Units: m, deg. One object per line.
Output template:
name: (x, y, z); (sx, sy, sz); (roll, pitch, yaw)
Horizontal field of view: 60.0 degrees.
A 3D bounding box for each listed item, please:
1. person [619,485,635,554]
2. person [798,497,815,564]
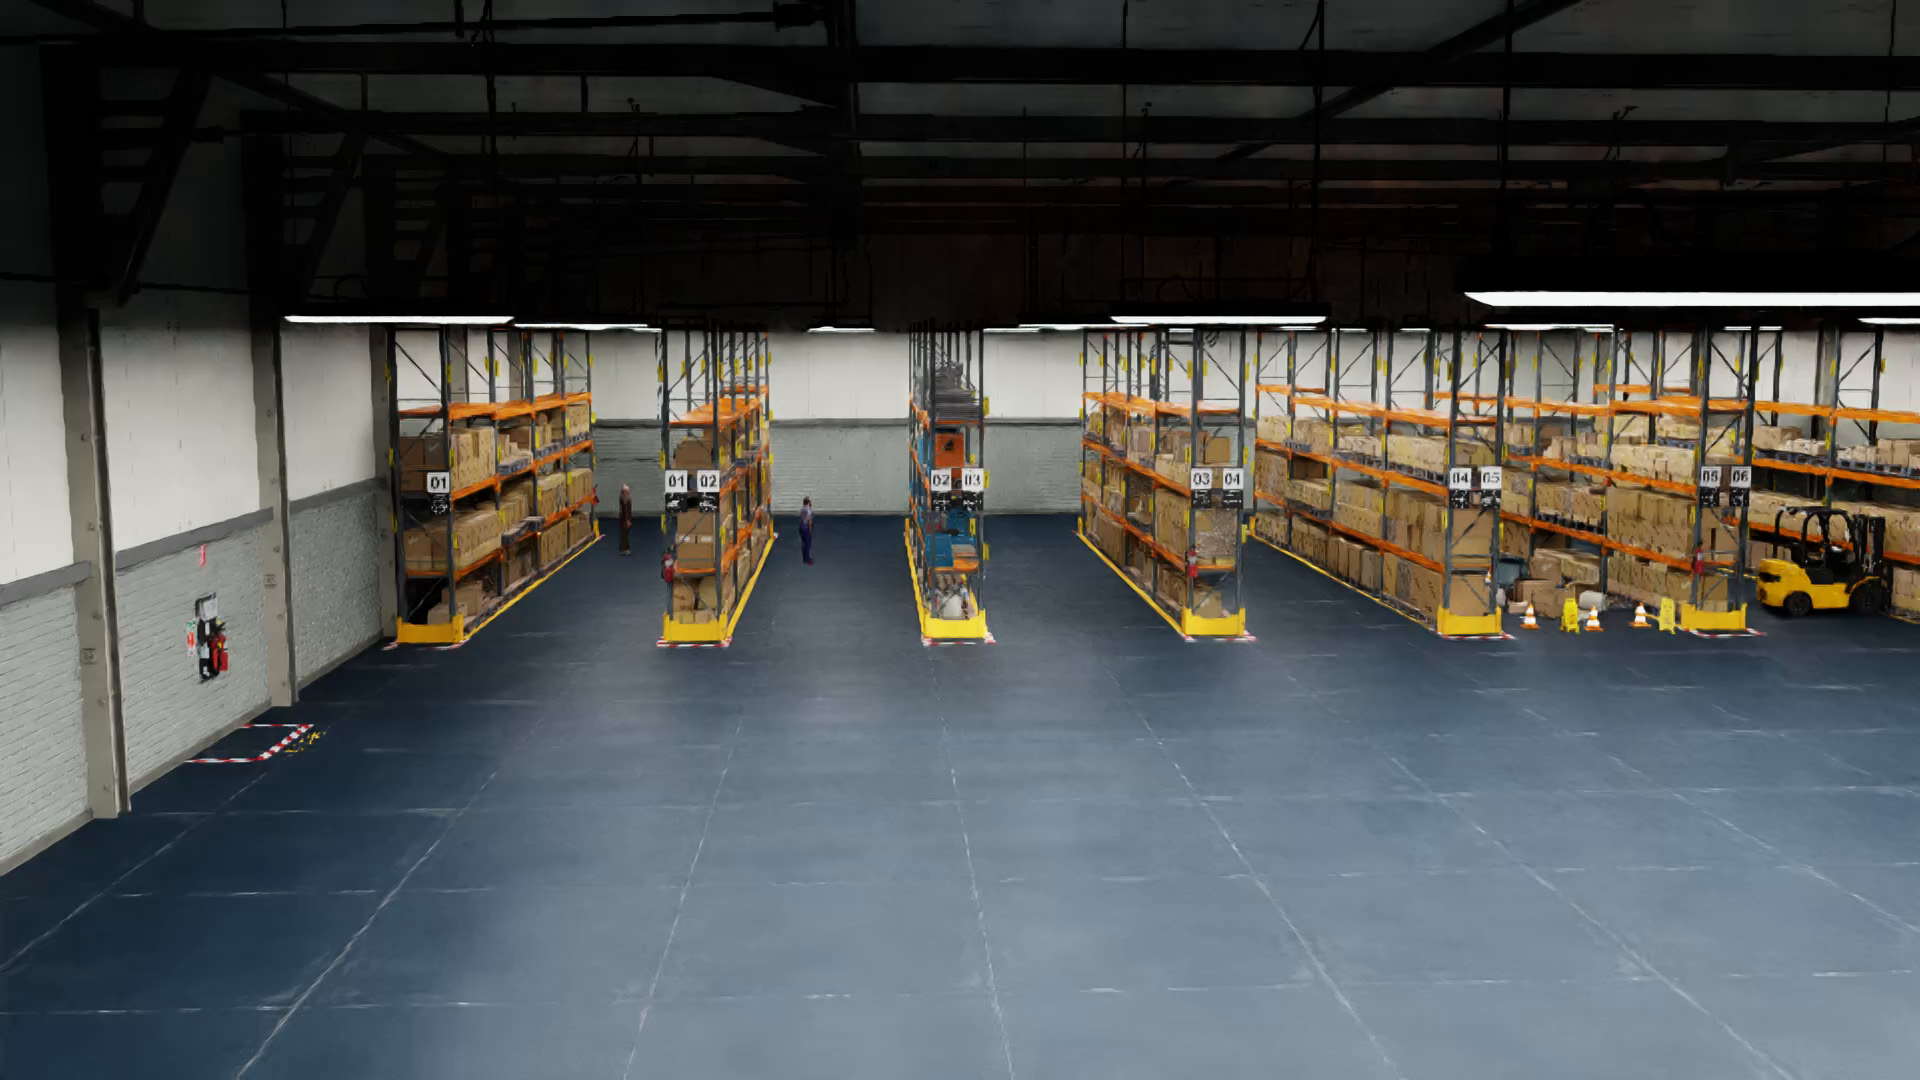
person: (-8.701, -0.544, 43.429); (0.447, 1.779, 0.664); (-2, 7, -19)
person: (-3.804, -0.258, 41.740); (0.444, 1.657, 0.577); (-4, 8, -29)
